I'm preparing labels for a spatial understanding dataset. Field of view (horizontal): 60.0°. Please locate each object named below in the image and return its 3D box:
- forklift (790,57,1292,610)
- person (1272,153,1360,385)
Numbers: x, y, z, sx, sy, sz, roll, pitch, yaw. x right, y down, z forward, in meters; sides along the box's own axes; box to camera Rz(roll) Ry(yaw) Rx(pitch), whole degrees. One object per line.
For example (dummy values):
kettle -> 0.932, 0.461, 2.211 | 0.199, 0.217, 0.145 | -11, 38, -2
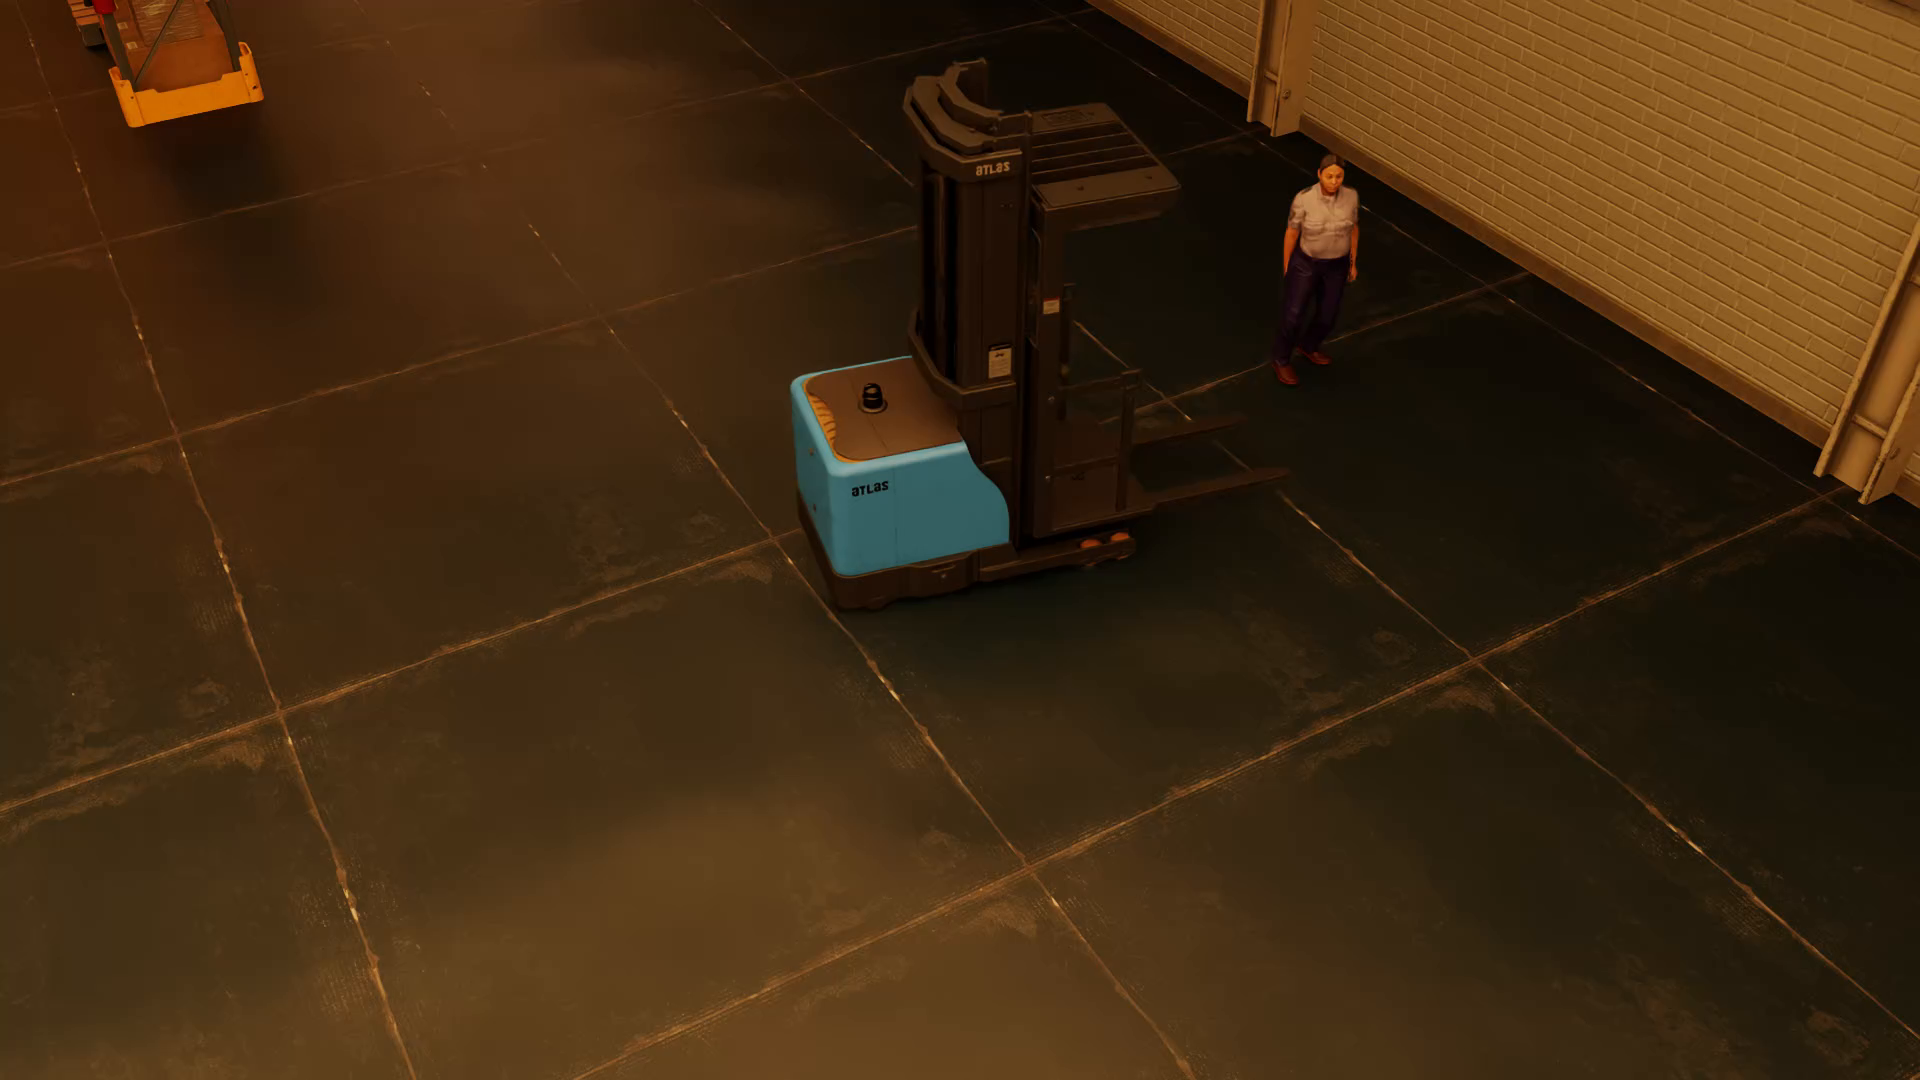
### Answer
forklift -> 0.555, -1.278, 9.576 | 3.031, 2.935, 1.130 | -12, 41, -14
person -> 2.440, -1.842, 11.250 | 0.503, 1.622, 0.465 | -3, 40, -3
